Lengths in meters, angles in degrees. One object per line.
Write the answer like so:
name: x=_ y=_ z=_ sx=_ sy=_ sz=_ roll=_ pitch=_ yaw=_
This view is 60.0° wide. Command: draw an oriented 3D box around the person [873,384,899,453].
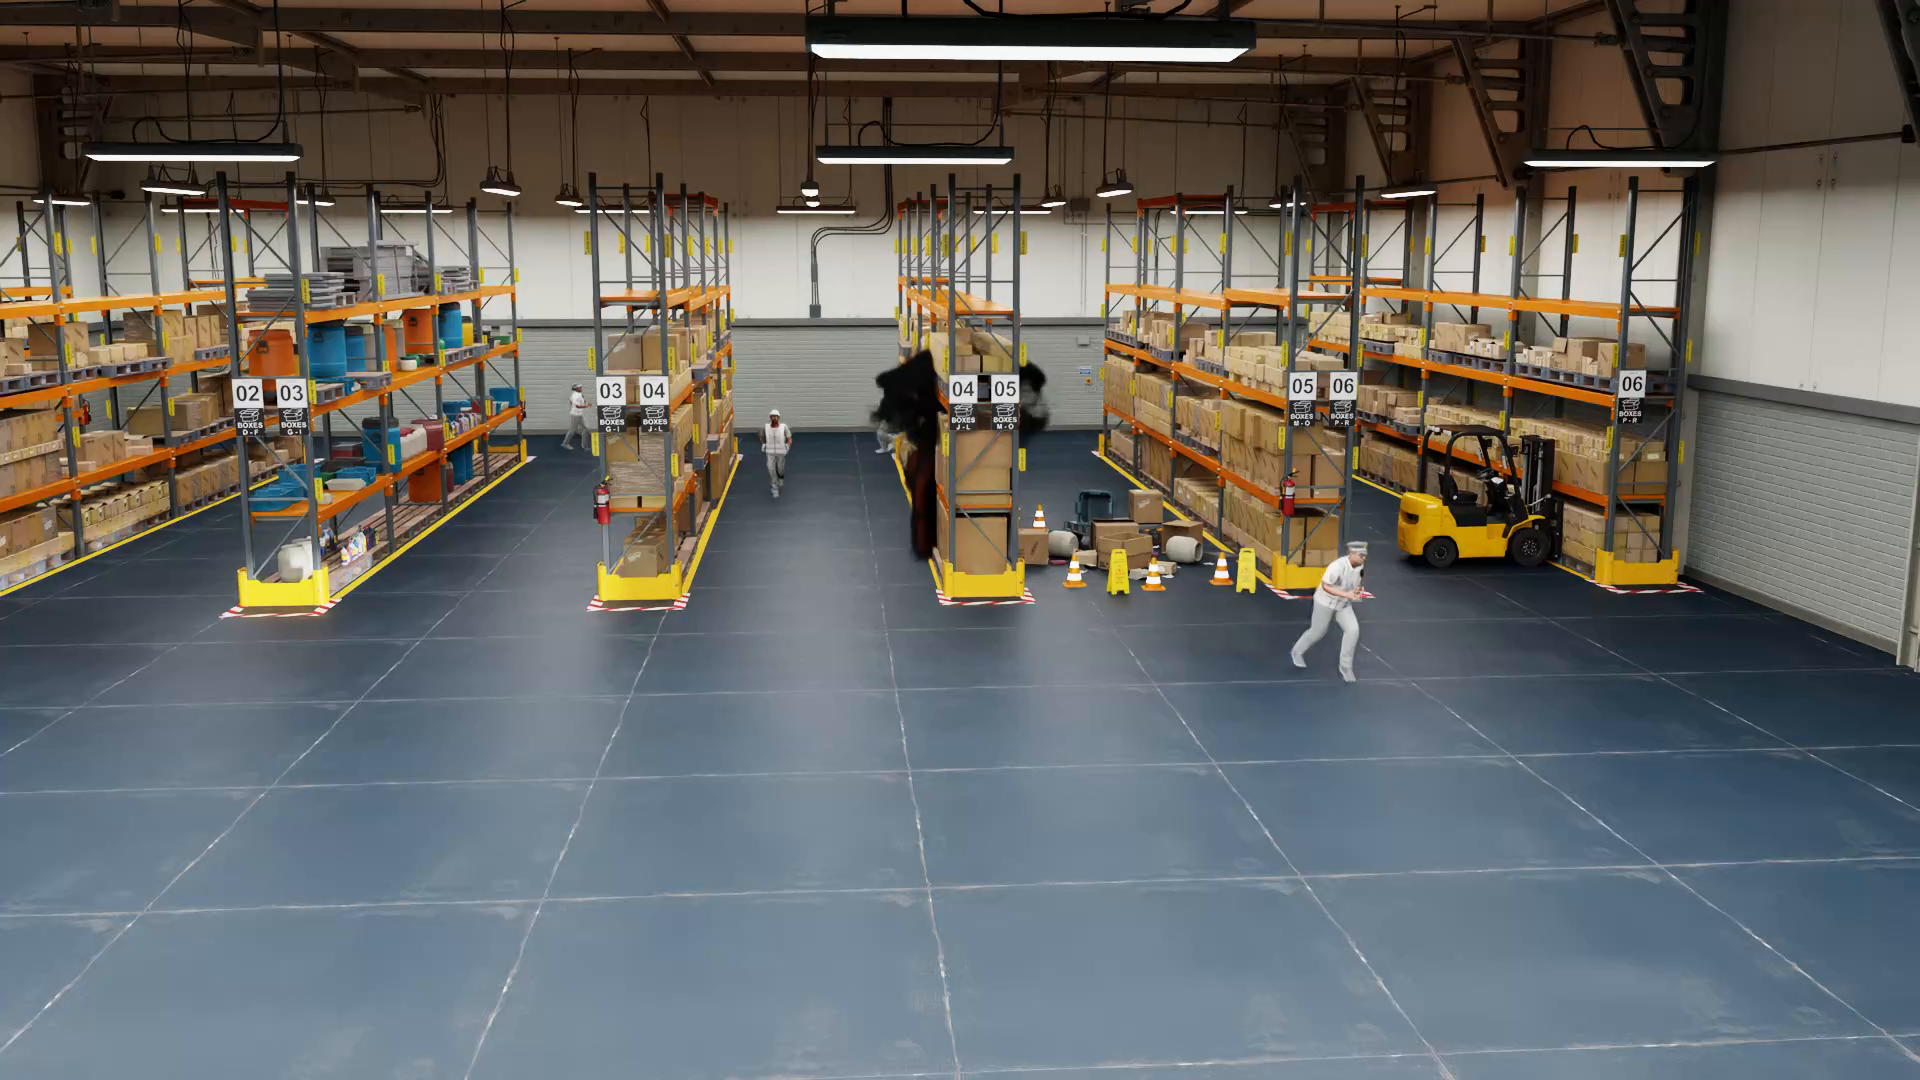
person: x=-1.783 y=-2.959 z=40.568 sx=0.583 sy=1.714 sz=0.765 roll=-5 pitch=11 yaw=-26

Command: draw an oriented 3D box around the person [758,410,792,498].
person: x=-3.750 y=-1.761 z=33.697 sx=0.673 sy=1.759 sz=0.778 roll=-1 pitch=10 yaw=-4

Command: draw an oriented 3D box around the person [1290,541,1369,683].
person: x=4.344 y=0.809 z=19.554 sx=0.707 sy=1.720 sz=1.018 roll=-8 pitch=13 yaw=-39

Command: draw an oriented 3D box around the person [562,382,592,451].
person: x=-9.436 y=-3.016 z=41.007 sx=0.787 sy=1.775 sz=0.541 roll=1 pitch=10 yaw=5
